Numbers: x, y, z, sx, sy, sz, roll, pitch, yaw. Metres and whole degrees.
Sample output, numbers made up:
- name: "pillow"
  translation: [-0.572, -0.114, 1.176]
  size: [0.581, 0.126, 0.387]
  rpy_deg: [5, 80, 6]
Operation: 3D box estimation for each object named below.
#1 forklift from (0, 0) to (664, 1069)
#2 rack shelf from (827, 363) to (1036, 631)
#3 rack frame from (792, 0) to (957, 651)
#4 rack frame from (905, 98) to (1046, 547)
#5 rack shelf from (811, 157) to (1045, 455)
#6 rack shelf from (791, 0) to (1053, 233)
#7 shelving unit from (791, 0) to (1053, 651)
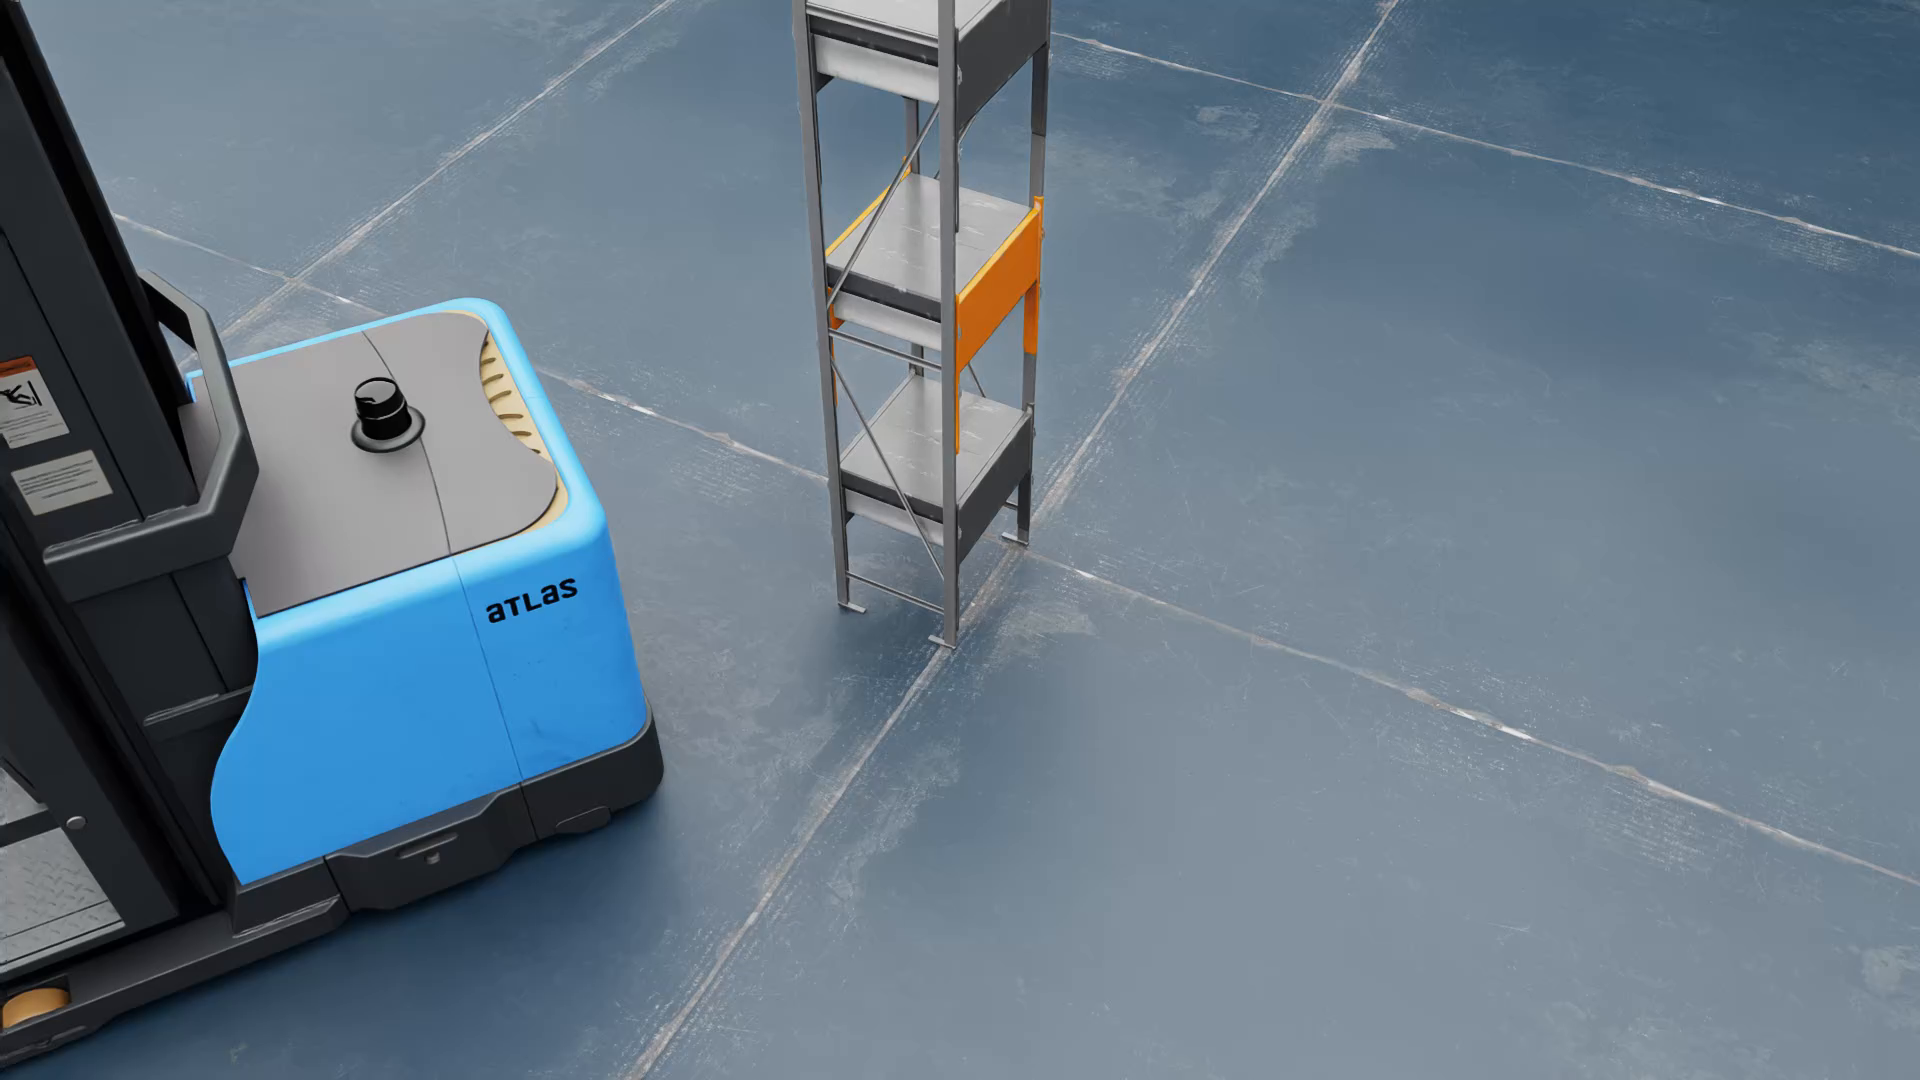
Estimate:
- name: "forklift"
  translation: [-2.358, -0.162, 3.349]
  size: [3.031, 2.935, 1.130]
  rpy_deg: [-20, 49, -18]
- name: "rack shelf"
  translation: [-0.077, -0.132, 4.908]
  size: [0.431, 0.518, 0.480]
  rpy_deg: [20, 49, 19]
- name: "rack frame"
  translation: [-0.190, -0.480, 4.248]
  size: [0.400, 2.100, 0.015]
  rpy_deg: [20, 49, 19]
- name: "rack frame"
  translation: [0.036, -0.788, 4.552]
  size: [0.400, 2.100, 0.015]
  rpy_deg: [20, 49, 19]
- name: "rack shelf"
  translation: [-0.077, -0.624, 4.410]
  size: [0.431, 0.518, 0.480]
  rpy_deg: [20, 49, 19]
- name: "rack shelf"
  translation: [-0.077, -1.116, 3.912]
  size: [0.431, 0.518, 0.480]
  rpy_deg: [20, 49, 19]
- name: "shelving unit"
  translation: [-0.077, -0.634, 4.400]
  size: [0.431, 2.100, 0.503]
  rpy_deg: [20, 49, 19]
